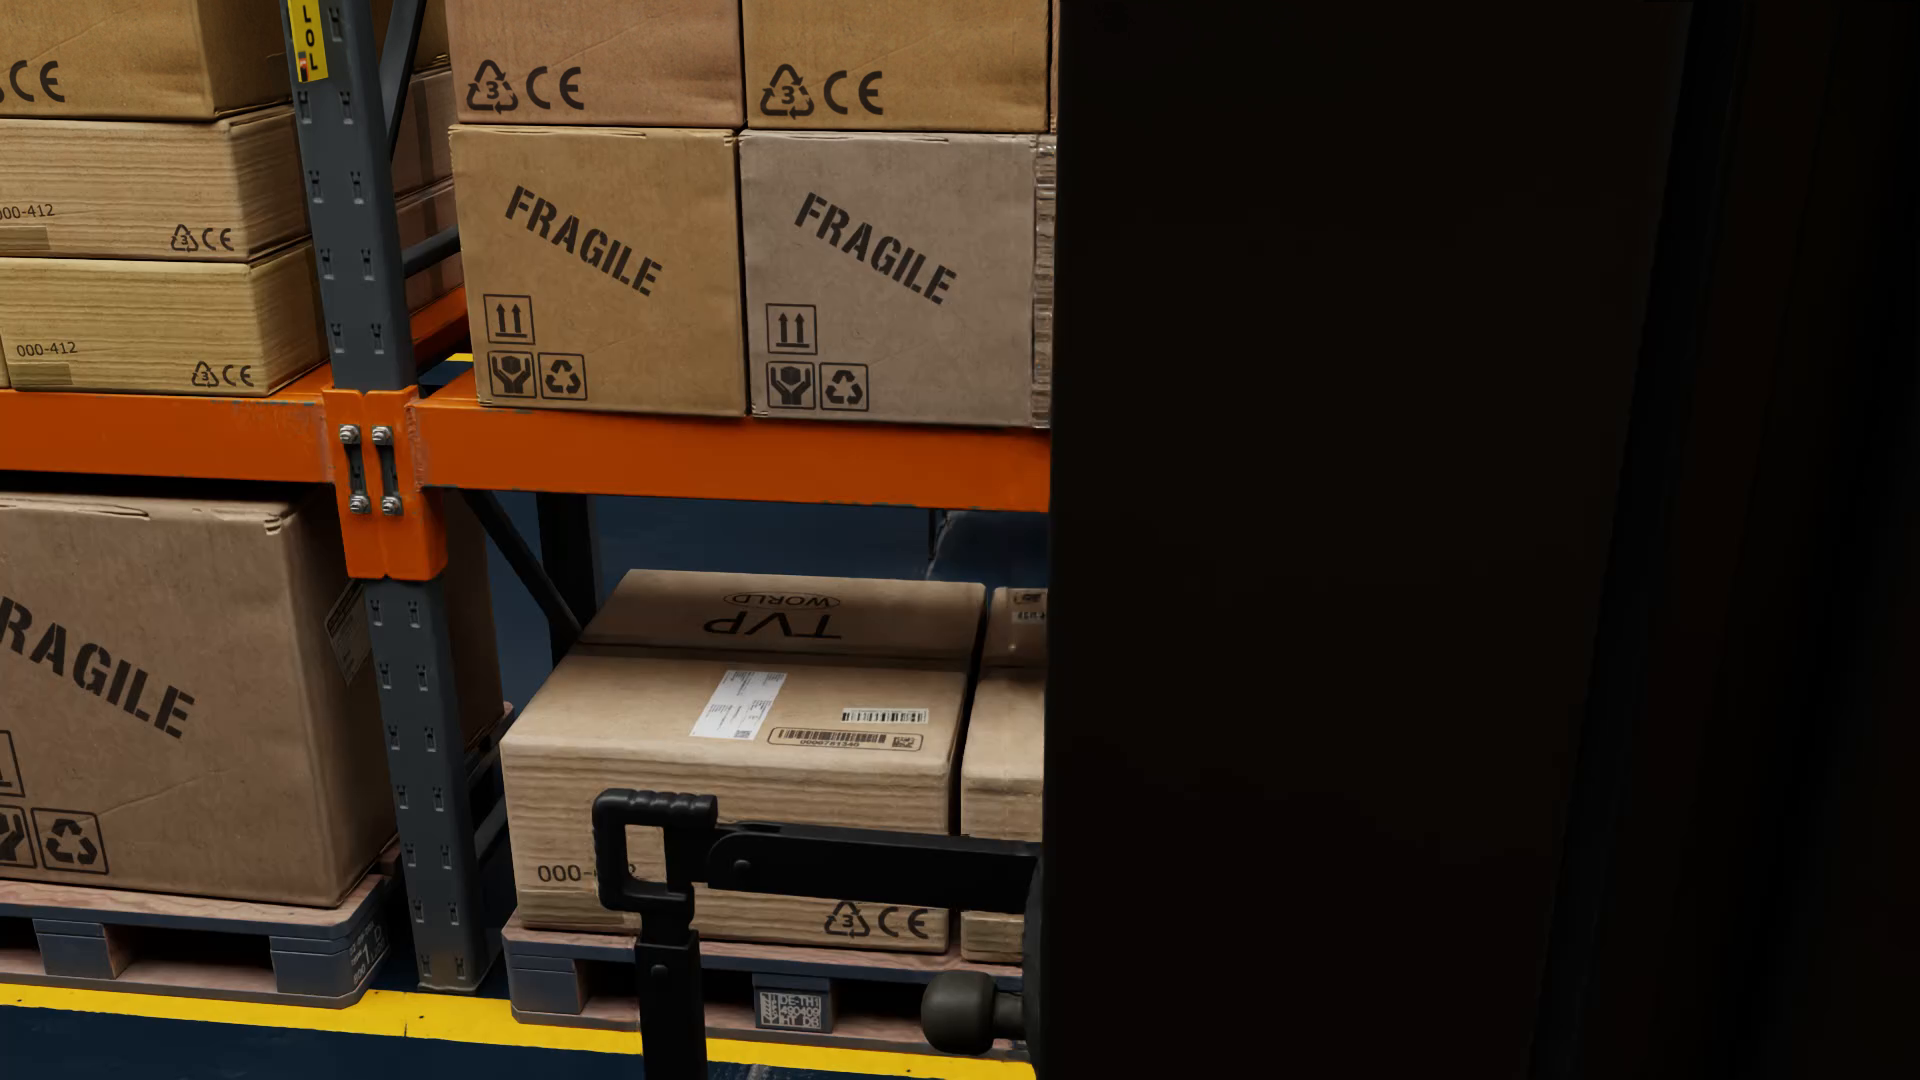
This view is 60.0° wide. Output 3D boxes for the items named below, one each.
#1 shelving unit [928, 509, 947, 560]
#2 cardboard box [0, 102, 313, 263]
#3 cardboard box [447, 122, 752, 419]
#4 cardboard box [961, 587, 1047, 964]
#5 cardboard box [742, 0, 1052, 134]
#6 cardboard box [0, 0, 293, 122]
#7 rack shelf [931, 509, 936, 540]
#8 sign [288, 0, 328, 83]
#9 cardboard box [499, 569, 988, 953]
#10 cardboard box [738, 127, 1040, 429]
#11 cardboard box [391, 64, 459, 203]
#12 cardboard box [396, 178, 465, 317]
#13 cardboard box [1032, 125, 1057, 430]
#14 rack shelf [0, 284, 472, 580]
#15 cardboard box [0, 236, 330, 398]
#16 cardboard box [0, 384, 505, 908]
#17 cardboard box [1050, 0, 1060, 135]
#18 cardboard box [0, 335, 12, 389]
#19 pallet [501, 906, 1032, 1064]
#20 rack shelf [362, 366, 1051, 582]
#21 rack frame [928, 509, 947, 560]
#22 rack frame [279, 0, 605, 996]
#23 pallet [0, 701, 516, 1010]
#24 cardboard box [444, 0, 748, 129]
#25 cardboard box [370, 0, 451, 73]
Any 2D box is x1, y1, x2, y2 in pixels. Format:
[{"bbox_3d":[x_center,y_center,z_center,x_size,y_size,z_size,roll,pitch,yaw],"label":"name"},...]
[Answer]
[{"bbox_3d":[0.164,-0.969,5.536,0.503,2.100,0.431,2,22,6],"label":"shelving unit"},{"bbox_3d":[-1.491,-0.711,3.183,0.500,0.250,0.500,2,22,6],"label":"cardboard box"},{"bbox_3d":[-0.590,-0.549,3.112,0.500,0.500,0.500,3,22,8],"label":"cardboard box"},{"bbox_3d":[0.475,0.483,3.552,0.875,0.438,0.875,2,22,5],"label":"cardboard box"},{"bbox_3d":[-0.080,-0.996,2.884,0.500,0.500,0.500,2,22,6],"label":"cardboard box"},{"bbox_3d":[-1.498,-1.057,3.038,0.500,0.500,0.500,3,22,8],"label":"cardboard box"},{"bbox_3d":[0.164,-0.306,5.798,0.480,0.518,0.431,2,22,6],"label":"rack shelf"},{"bbox_3d":[-1.079,-0.921,2.723,0.005,0.325,0.100,2,22,6],"label":"sign"},{"bbox_3d":[-0.414,0.444,3.649,0.875,0.438,0.875,2,22,6],"label":"cardboard box"},{"bbox_3d":[-0.091,-0.525,3.053,0.500,0.500,0.500,3,22,7],"label":"cardboard box"},{"bbox_3d":[-1.429,-0.903,3.668,0.500,0.250,0.500,2,22,5],"label":"cardboard box"},{"bbox_3d":[-1.431,-0.664,3.743,0.500,0.250,0.500,2,22,5],"label":"cardboard box"},{"bbox_3d":[0.402,-0.502,2.993,0.500,0.500,0.500,3,22,7],"label":"cardboard box"},{"bbox_3d":[-3.011,-0.370,3.774,4.000,0.370,1.077,2,22,6],"label":"rack shelf"},{"bbox_3d":[-1.500,-0.476,3.267,0.500,0.250,0.500,2,22,5],"label":"cardboard box"},{"bbox_3d":[-1.650,0.177,3.731,0.875,0.875,0.875,3,22,8],"label":"cardboard box"},{"bbox_3d":[0.428,-0.970,2.818,0.500,0.500,0.500,3,22,7],"label":"cardboard box"},{"bbox_3d":[-2.006,-0.498,3.324,0.500,0.250,0.500,2,22,6],"label":"cardboard box"},{"bbox_3d":[-0.279,0.740,3.781,1.213,0.211,1.003,2,22,6],"label":"pallet"},{"bbox_3d":[0.961,-0.197,3.337,4.000,0.370,1.077,2,22,6],"label":"rack shelf"},{"bbox_3d":[-0.078,-0.980,5.562,0.015,2.100,0.400,2,22,6],"label":"rack frame"},{"bbox_3d":[-1.025,-0.618,3.423,0.127,3.000,1.000,2,22,6],"label":"rack frame"},{"bbox_3d":[-1.800,0.673,3.951,1.213,0.211,1.003,2,22,6],"label":"pallet"},{"bbox_3d":[-0.581,-1.021,2.945,0.500,0.500,0.500,3,22,7],"label":"cardboard box"},{"bbox_3d":[-1.428,-1.254,3.535,0.500,0.500,0.500,3,22,7],"label":"cardboard box"}]
